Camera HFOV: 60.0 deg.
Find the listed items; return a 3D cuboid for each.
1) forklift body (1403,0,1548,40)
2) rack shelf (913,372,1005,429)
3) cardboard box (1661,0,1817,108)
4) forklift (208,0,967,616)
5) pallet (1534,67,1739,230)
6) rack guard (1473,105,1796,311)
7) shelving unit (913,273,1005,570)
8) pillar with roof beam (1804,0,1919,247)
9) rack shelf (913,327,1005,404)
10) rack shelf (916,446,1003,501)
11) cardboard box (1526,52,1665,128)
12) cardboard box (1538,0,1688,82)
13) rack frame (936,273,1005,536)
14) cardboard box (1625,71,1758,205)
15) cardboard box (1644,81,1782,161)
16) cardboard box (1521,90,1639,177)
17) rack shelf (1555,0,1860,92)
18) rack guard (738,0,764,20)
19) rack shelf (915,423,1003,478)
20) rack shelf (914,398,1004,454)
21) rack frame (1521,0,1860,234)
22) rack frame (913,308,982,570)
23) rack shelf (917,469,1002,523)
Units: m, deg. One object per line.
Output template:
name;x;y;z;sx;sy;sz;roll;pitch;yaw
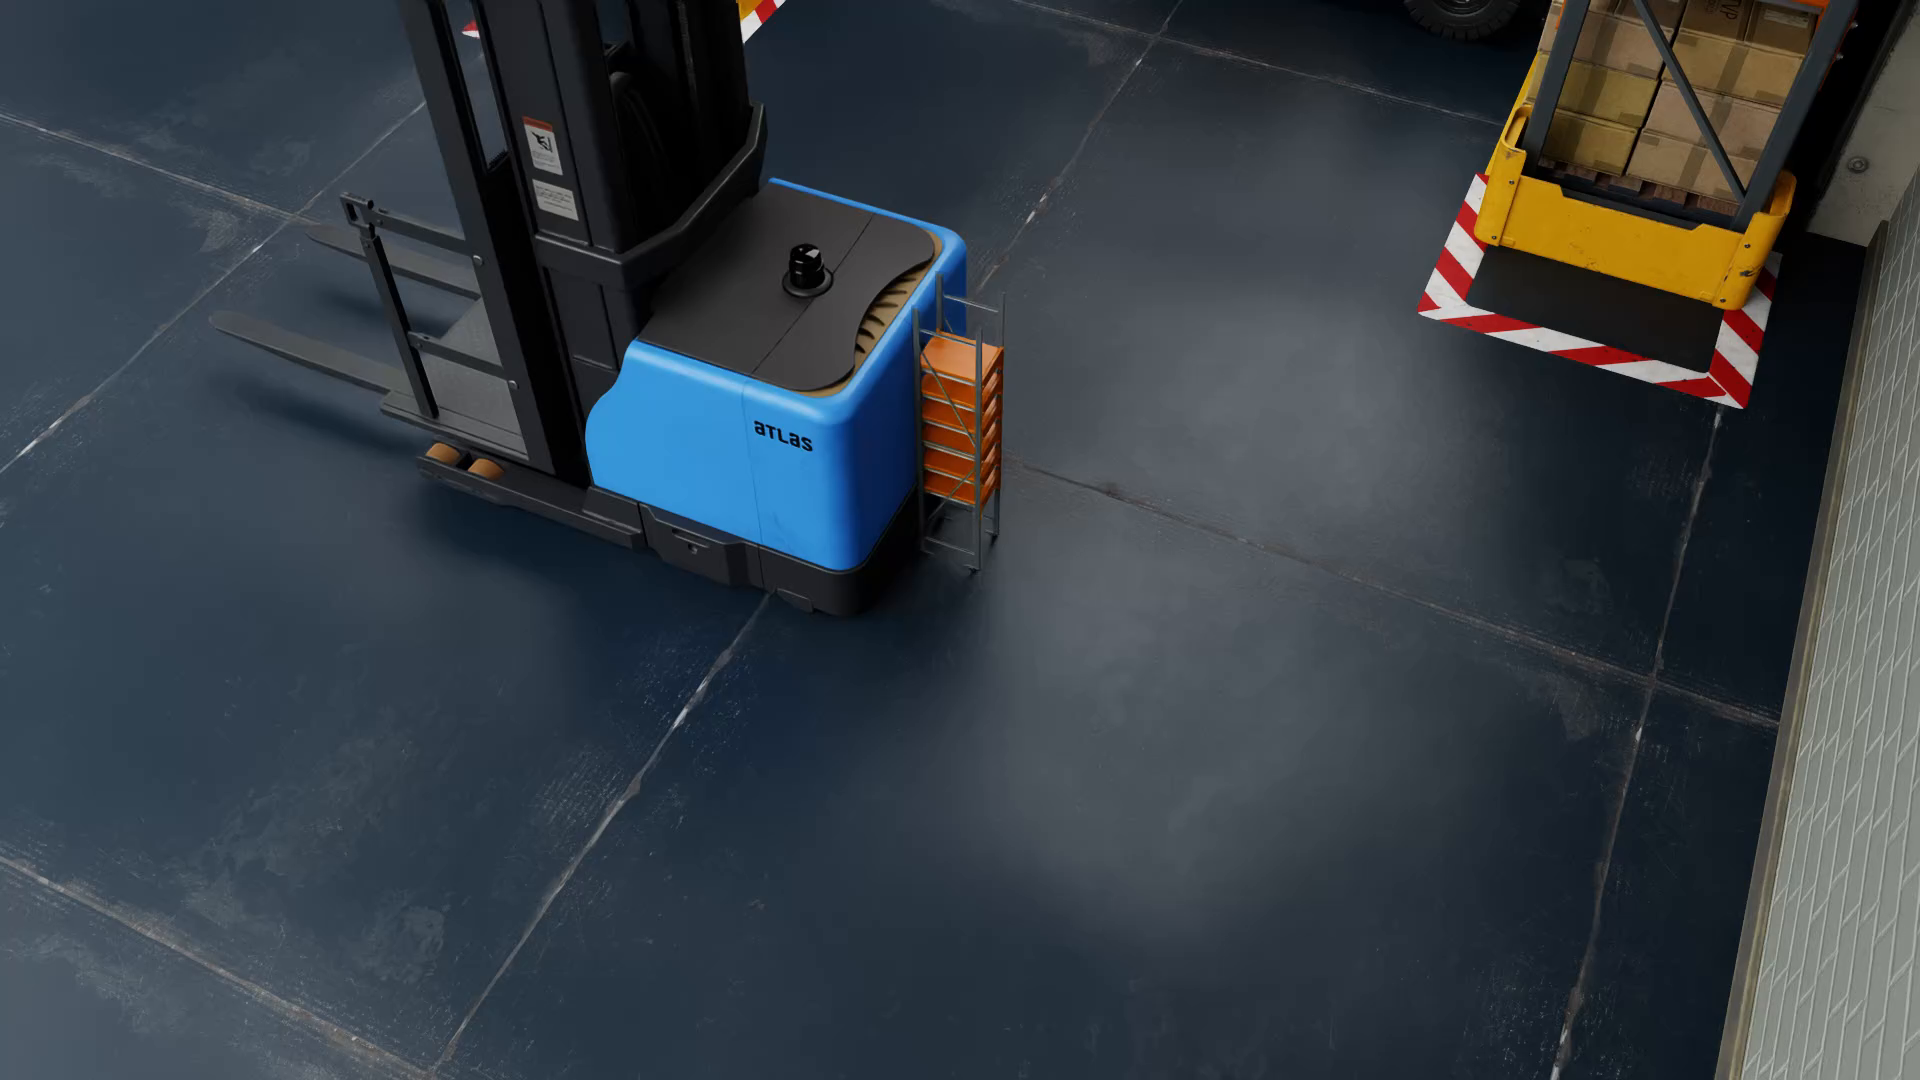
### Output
forklift body;2.041;-3.882;8.141;2.313;2.155;1.214;20;52;16
rack shelf;-0.003;-0.505;5.634;0.258;0.103;0.180;18;52;15
cardboard box;3.257;-2.096;6.937;0.500;0.250;0.500;19;52;16
forklift;-1.522;-1.445;5.555;3.031;2.935;1.130;19;52;16
pallet;3.169;-1.894;7.723;1.003;0.211;1.213;20;52;16
rack guard;2.870;-1.431;7.139;1.175;0.500;0.348;20;52;16
shelving unit;-0.002;-0.378;5.783;0.258;1.200;0.189;18;52;15
pillar with roof beam;0.100;-5.788;5.267;9.100;9.000;0.400;20;52;16
rack shelf;-0.003;-0.582;5.543;0.258;0.103;0.180;18;52;15
rack shelf;-0.002;-0.271;5.909;0.258;0.103;0.180;18;52;15
cardboard box;2.806;-2.101;7.270;0.500;0.250;0.500;19;52;16
cardboard box;2.795;-2.245;7.064;0.500;0.250;0.500;21;53;17
rack frame;0.034;-0.442;5.838;0.240;1.200;0.006;18;52;15
cardboard box;3.267;-1.777;7.322;0.500;0.250;0.500;20;52;16
cardboard box;3.269;-1.921;7.116;0.500;0.250;0.500;21;53;17
cardboard box;2.795;-1.929;7.451;0.500;0.250;0.500;20;53;16
rack shelf;3.735;-3.401;7.647;1.077;0.370;4.000;20;52;16
rack guard;-1.577;-3.112;8.570;1.175;0.500;0.348;20;52;16
rack shelf;-0.002;-0.349;5.817;0.258;0.103;0.180;18;52;15
rack shelf;-0.002;-0.427;5.726;0.258;0.103;0.180;18;52;15
rack frame;2.880;-2.257;6.201;1.000;3.000;0.127;20;52;16
rack frame;-0.039;-0.314;5.729;0.240;1.200;0.006;18;52;15
rack shelf;-0.002;-0.194;6.000;0.258;0.103;0.180;18;52;15
